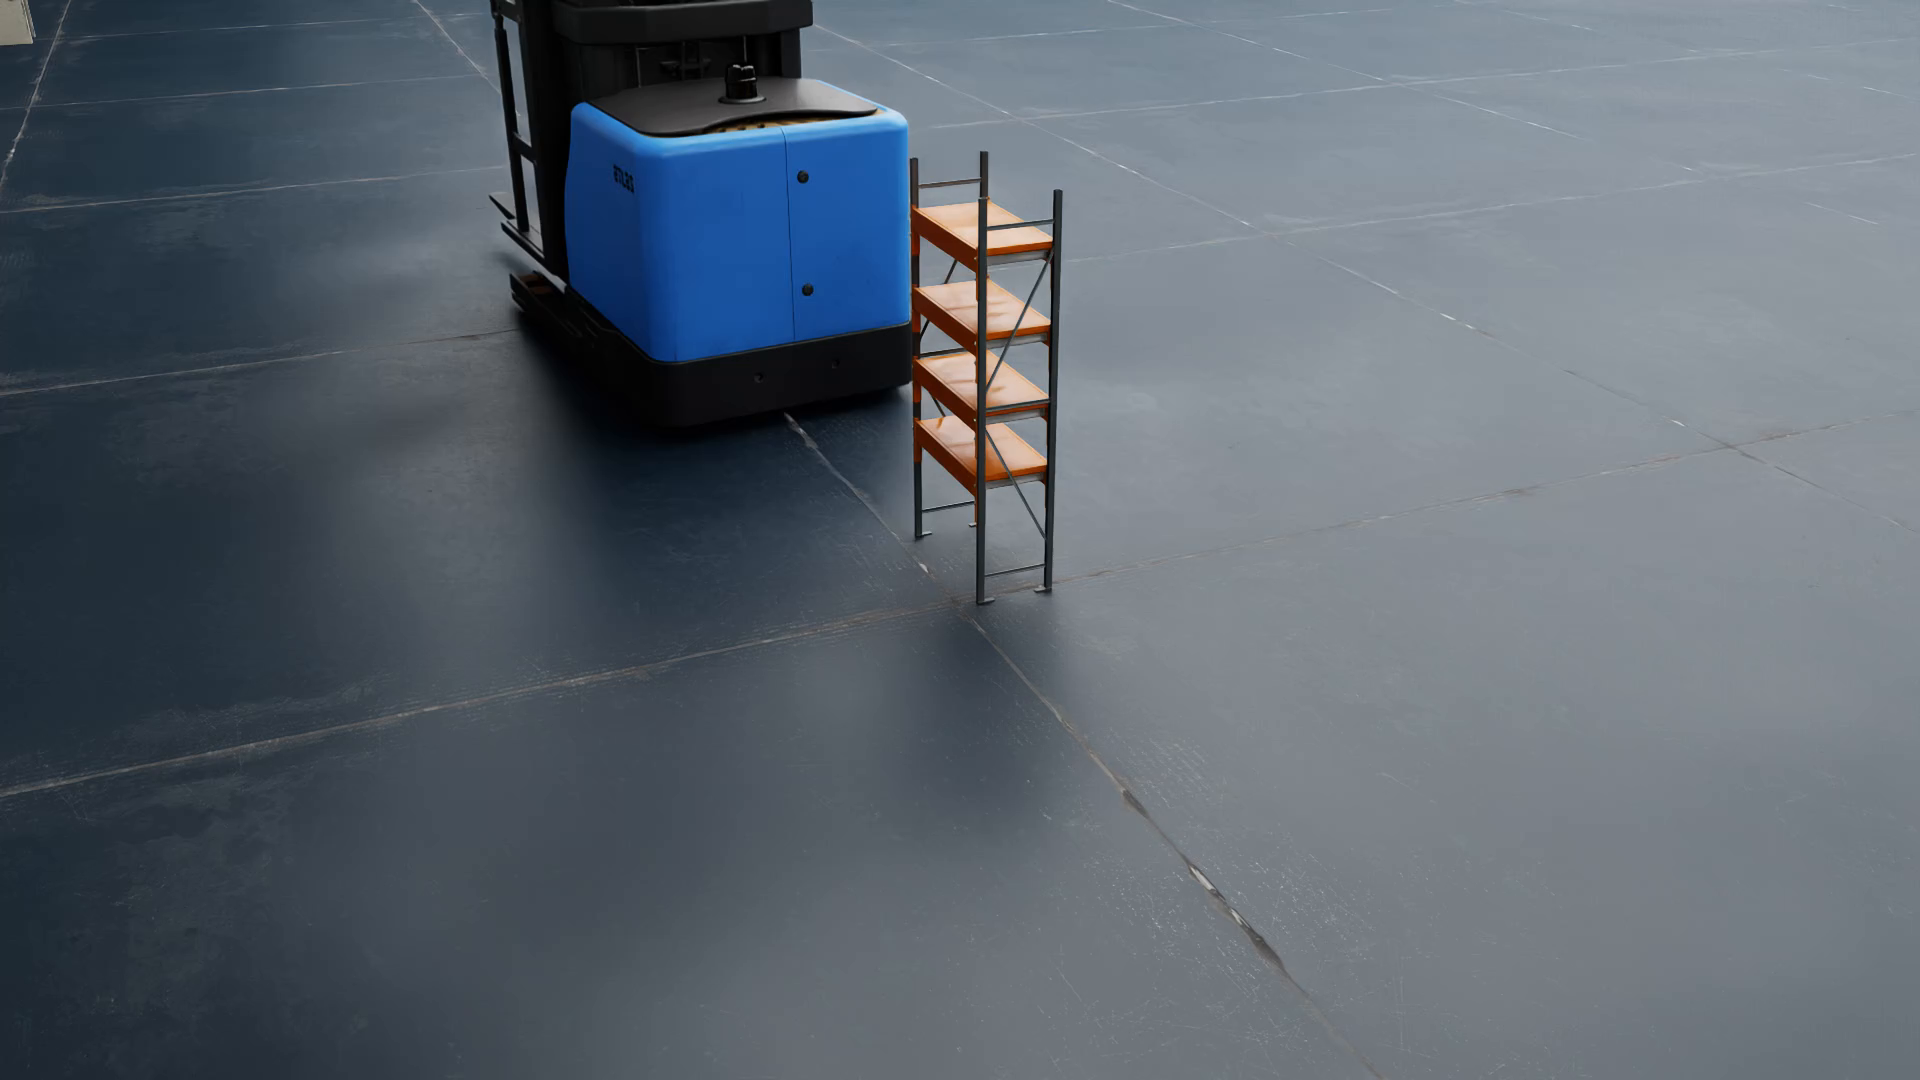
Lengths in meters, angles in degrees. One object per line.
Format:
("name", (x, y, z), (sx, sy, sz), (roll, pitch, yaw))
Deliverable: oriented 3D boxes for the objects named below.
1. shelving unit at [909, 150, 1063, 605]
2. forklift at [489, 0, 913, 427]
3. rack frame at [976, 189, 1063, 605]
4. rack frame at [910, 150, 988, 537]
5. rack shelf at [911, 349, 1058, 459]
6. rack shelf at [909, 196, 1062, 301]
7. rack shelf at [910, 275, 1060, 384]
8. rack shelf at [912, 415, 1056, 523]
("shelving unit", (0.065, -0.472, 4.850), (0.258, 1.200, 0.503), (-11, 28, -21))
("forklift", (-1.317, -2.329, 6.679), (1.130, 2.935, 3.031), (-13, 29, -26))
("rack frame", (0.160, -0.374, 4.648), (0.240, 1.200, 0.015), (-11, 28, -21))
("rack frame", (-0.031, -0.571, 5.052), (0.240, 1.200, 0.015), (-11, 28, -21))
("rack shelf", (0.065, -0.412, 4.879), (0.258, 0.148, 0.480), (-11, 28, -21))
("rack shelf", (0.065, -0.825, 4.677), (0.258, 0.148, 0.480), (-11, 28, -21))
("rack shelf", (0.065, -0.613, 4.781), (0.258, 0.148, 0.480), (-11, 28, -21))
("rack shelf", (0.065, -0.233, 4.967), (0.258, 0.148, 0.480), (-11, 28, -21))
